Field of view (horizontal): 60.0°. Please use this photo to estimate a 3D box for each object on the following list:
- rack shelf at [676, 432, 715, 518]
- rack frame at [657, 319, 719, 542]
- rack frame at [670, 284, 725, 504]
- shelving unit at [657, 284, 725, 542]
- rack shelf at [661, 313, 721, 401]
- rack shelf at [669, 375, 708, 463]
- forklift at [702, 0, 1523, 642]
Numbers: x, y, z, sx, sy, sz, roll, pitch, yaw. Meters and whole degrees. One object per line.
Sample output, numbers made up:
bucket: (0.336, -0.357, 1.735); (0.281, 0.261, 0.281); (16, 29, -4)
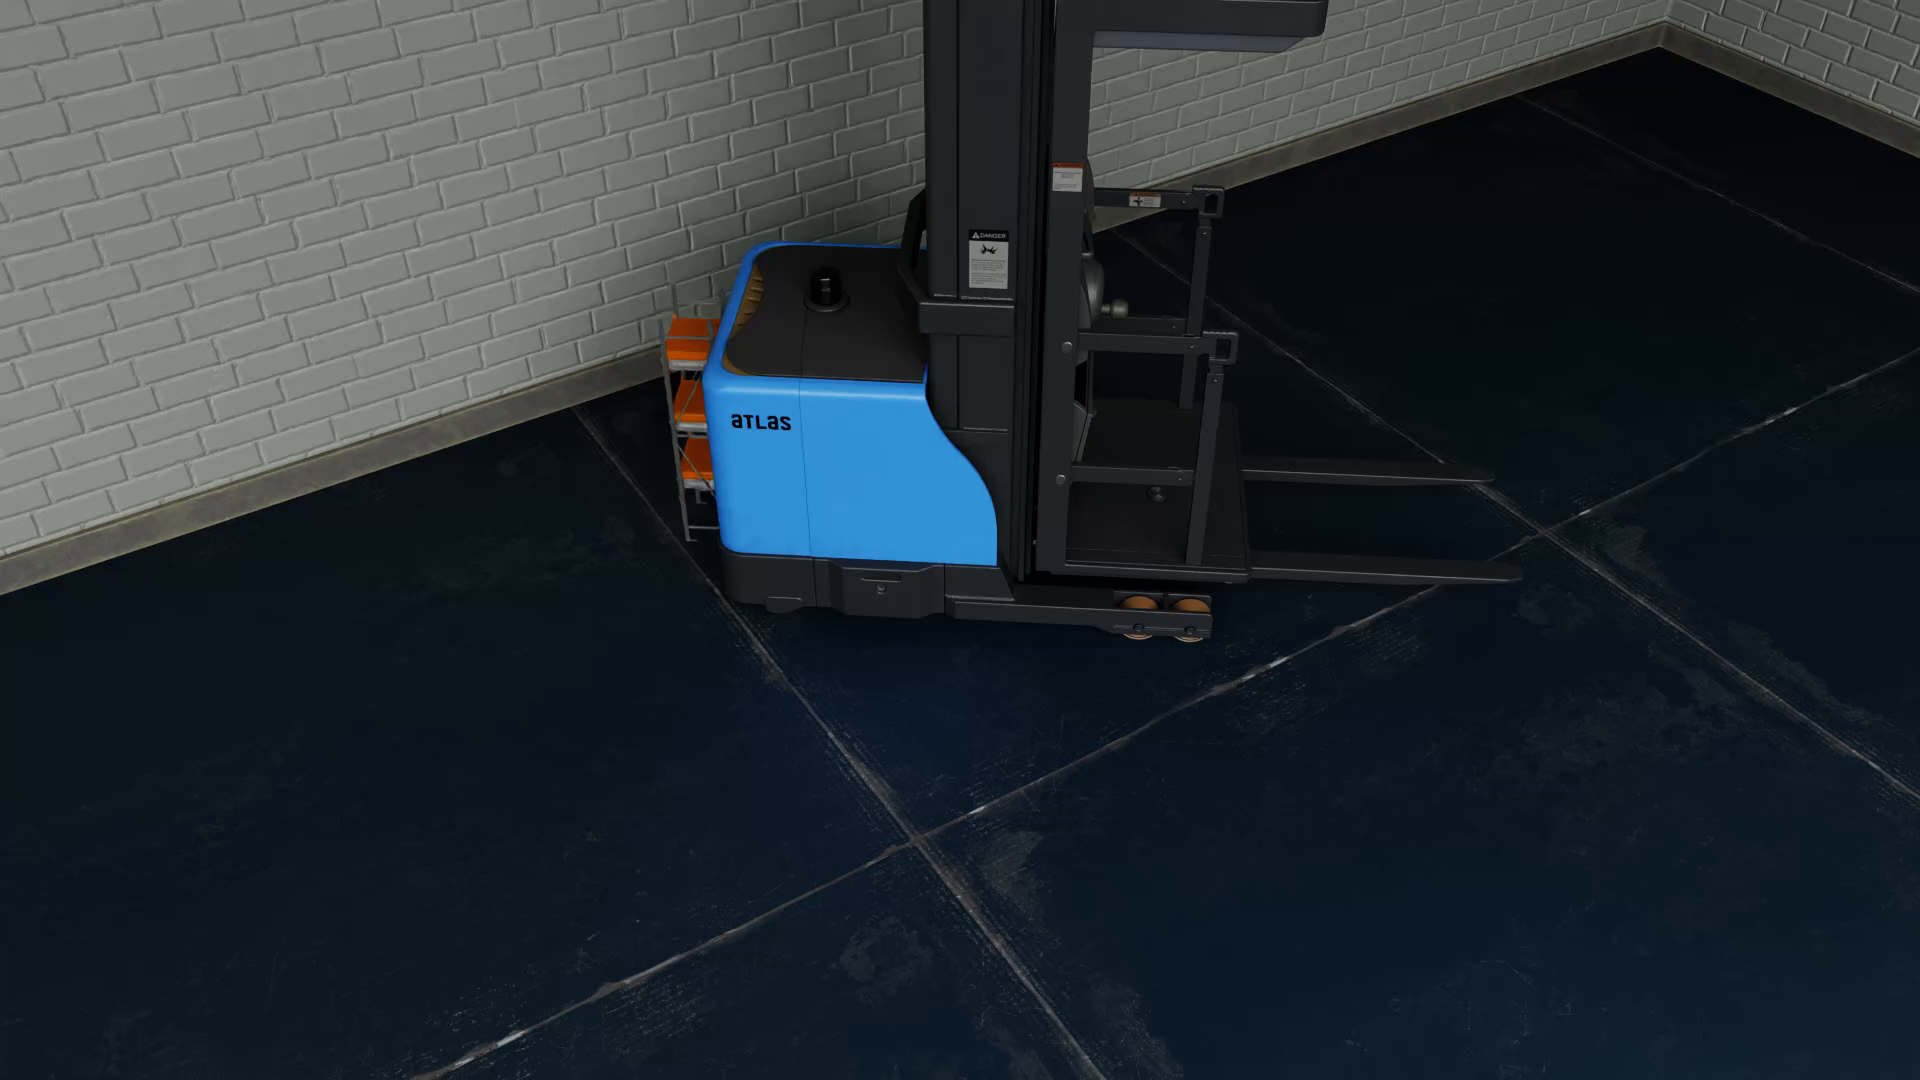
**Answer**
rack shelf: (-1.003, -0.253, 6.683); (0.215, 0.259, 0.240); (3, 40, 2)
rack frame: (-1.008, -0.397, 6.405); (0.200, 1.050, 0.008); (3, 40, 2)
rack frame: (-0.994, -0.553, 6.592); (0.200, 1.050, 0.008); (3, 40, 2)
shelving unit: (-1.001, -0.475, 6.499); (0.215, 1.050, 0.252); (3, 40, 2)
rack shelf: (-0.999, -0.685, 6.324); (0.215, 0.259, 0.240); (3, 40, 2)
rack shelf: (-1.001, -0.467, 6.505); (0.215, 0.259, 0.240); (3, 40, 2)
forklift: (0.626, -1.096, 5.775); (3.031, 2.935, 1.130); (3, 40, 3)
